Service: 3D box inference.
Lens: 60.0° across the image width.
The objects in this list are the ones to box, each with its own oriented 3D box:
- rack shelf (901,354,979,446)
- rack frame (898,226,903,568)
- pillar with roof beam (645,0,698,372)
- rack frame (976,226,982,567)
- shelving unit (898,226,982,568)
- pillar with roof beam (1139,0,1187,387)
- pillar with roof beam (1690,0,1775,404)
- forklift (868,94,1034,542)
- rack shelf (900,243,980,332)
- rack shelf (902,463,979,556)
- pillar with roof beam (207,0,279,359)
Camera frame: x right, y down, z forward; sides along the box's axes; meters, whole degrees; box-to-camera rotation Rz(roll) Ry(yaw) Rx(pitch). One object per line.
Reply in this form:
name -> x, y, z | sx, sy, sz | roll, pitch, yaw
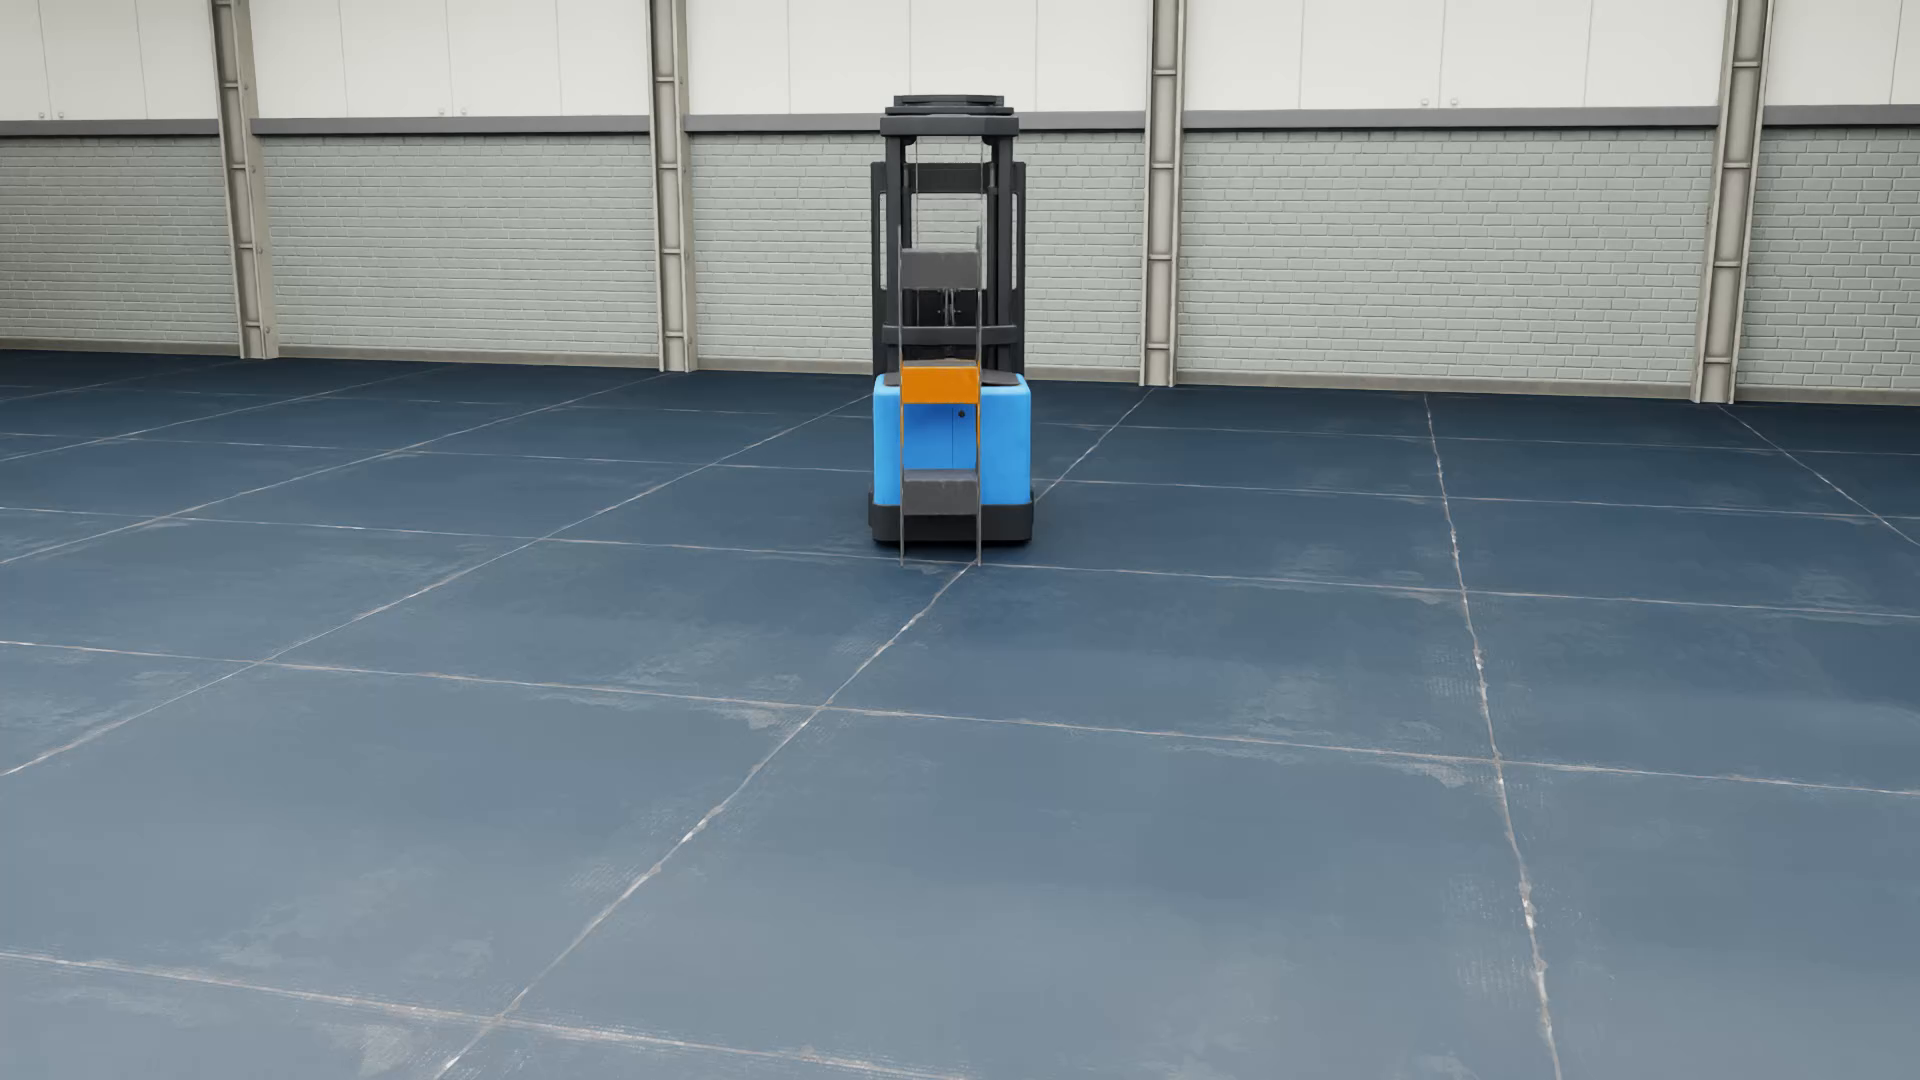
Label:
rack shelf -> -0.126, -0.882, 10.422 | 0.480, 0.518, 0.431 | 0, 13, -2
rack frame -> -0.370, -0.893, 10.412 | 0.015, 2.100, 0.400 | 0, 13, -2
pillar with roof beam -> -4.548, -5.612, 15.751 | 0.400, 9.000, 9.100 | 3, 13, 14
rack frame -> 0.117, -0.896, 10.426 | 0.015, 2.100, 0.400 | 0, 13, -2
shelving unit -> -0.126, -0.895, 10.419 | 0.503, 2.100, 0.431 | 0, 13, -2
pillar with roof beam -> 1.277, -5.300, 14.348 | 0.400, 9.000, 9.100 | 3, 13, 14
pillar with roof beam -> 7.102, -4.989, 12.945 | 0.400, 9.000, 9.100 | 3, 13, 14
forklift -> -0.090, -1.682, 12.050 | 1.130, 2.935, 3.031 | 0, 13, -2
rack shelf -> -0.126, -1.565, 10.271 | 0.480, 0.518, 0.431 | 0, 13, -2
rack shelf -> -0.126, -0.198, 10.574 | 0.480, 0.518, 0.431 | 0, 13, -2
pillar with roof beam -> -10.373, -5.923, 17.155 | 0.400, 9.000, 9.100 | 3, 13, 14
